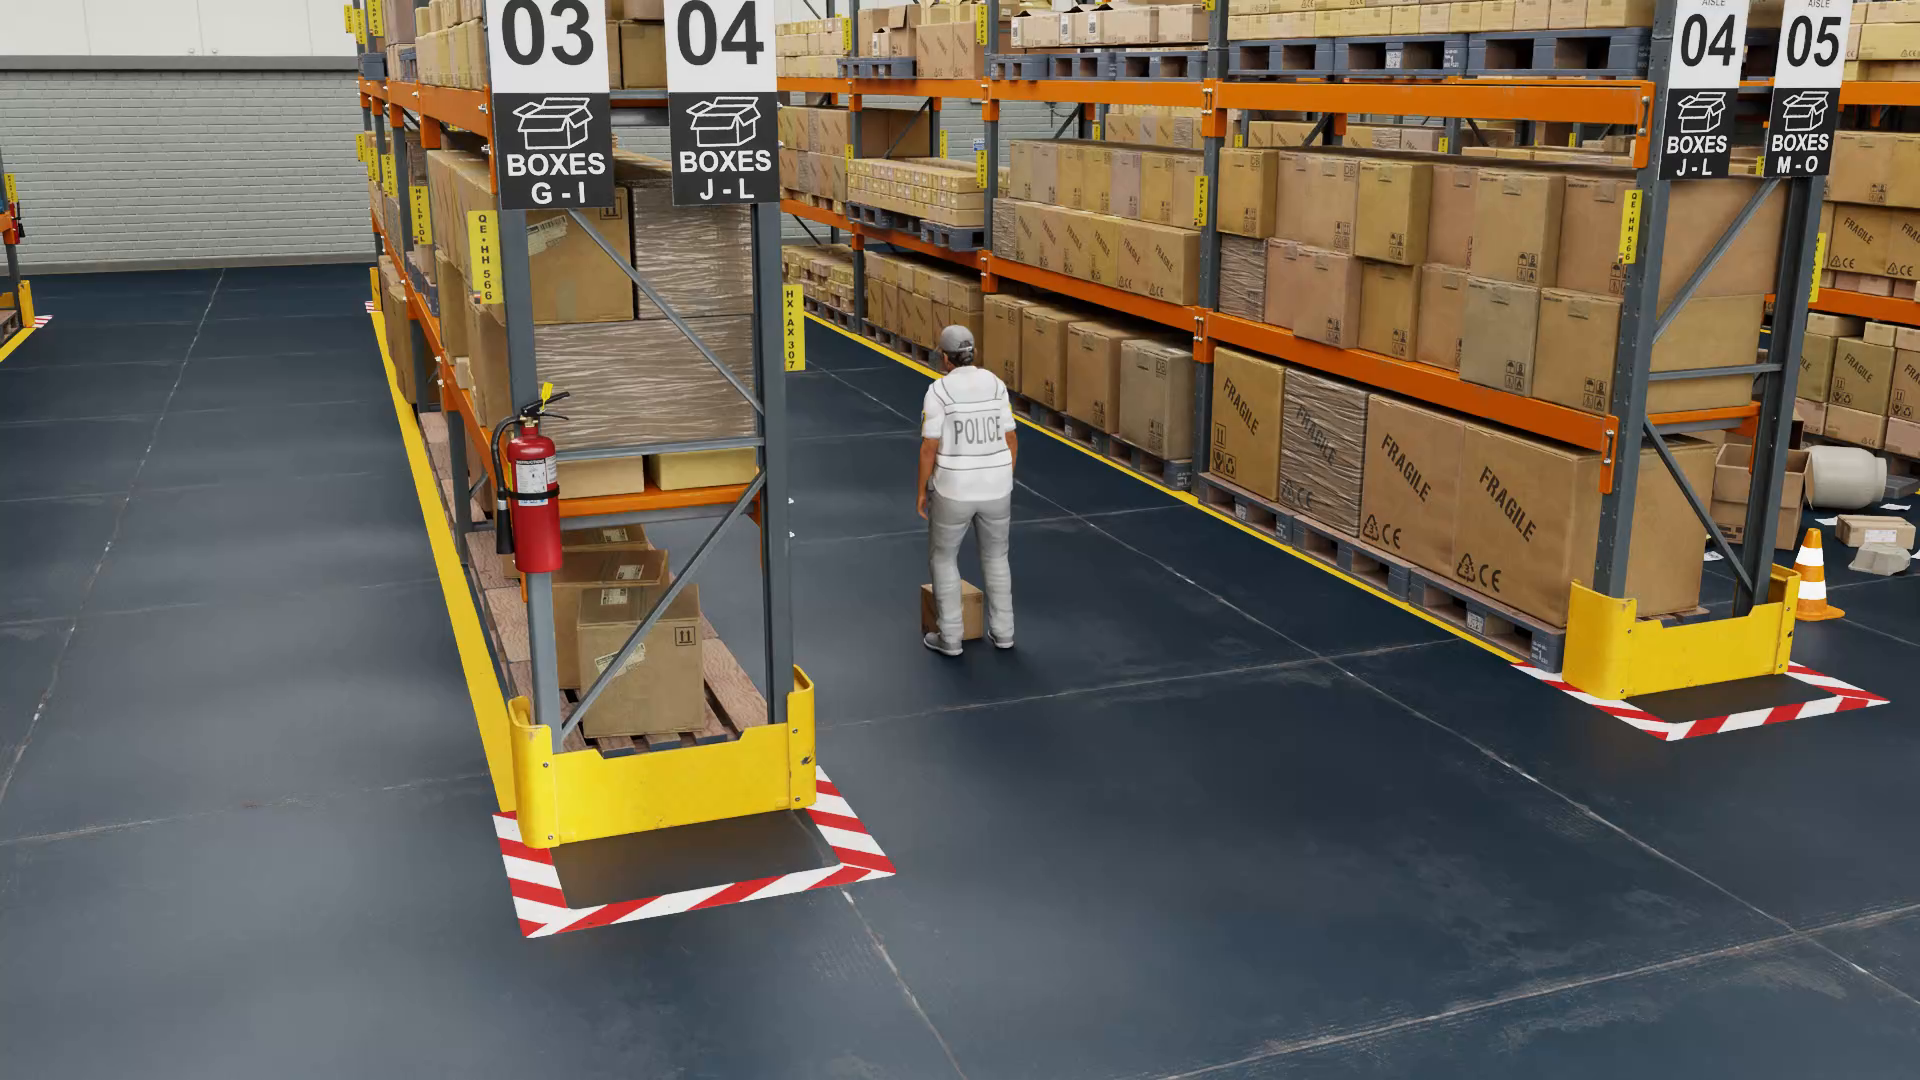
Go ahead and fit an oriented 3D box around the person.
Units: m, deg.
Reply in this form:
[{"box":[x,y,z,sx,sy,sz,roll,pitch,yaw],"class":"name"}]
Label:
[{"box":[0.038,-0.251,8.404,0.554,1.666,0.470,-6,17,-22],"class":"person"}]
